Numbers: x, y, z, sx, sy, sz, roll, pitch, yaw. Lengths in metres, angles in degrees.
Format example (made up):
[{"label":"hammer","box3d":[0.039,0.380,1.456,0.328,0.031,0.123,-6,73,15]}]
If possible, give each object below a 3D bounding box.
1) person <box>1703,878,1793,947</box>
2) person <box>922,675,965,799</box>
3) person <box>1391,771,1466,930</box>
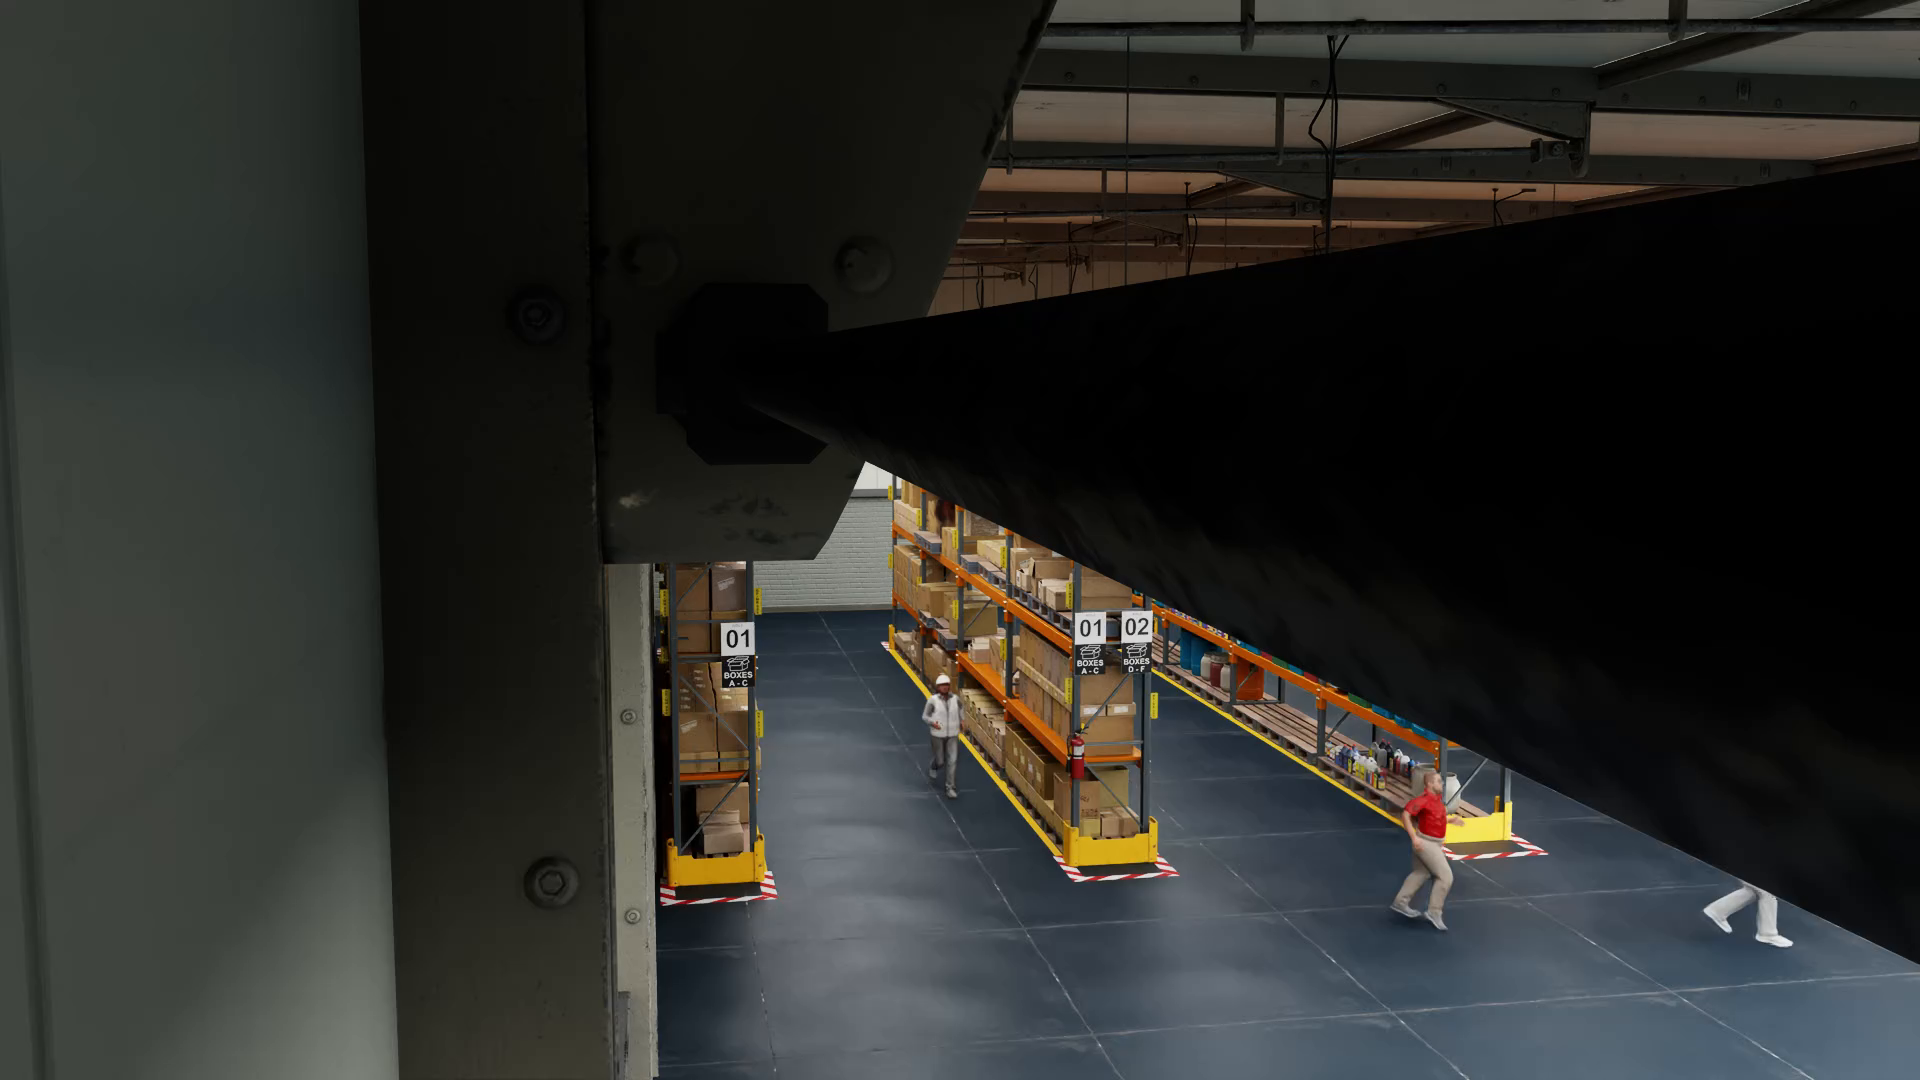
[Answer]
[{"label":"person","box3d":[8.595,3.500,18.060,0.899,1.784,0.716,2,6,17]},{"label":"person","box3d":[-0.209,2.836,24.296,0.676,1.741,0.971,-2,6,-14]},{"label":"person","box3d":[5.264,3.481,18.696,0.787,1.797,0.644,2,6,18]}]
